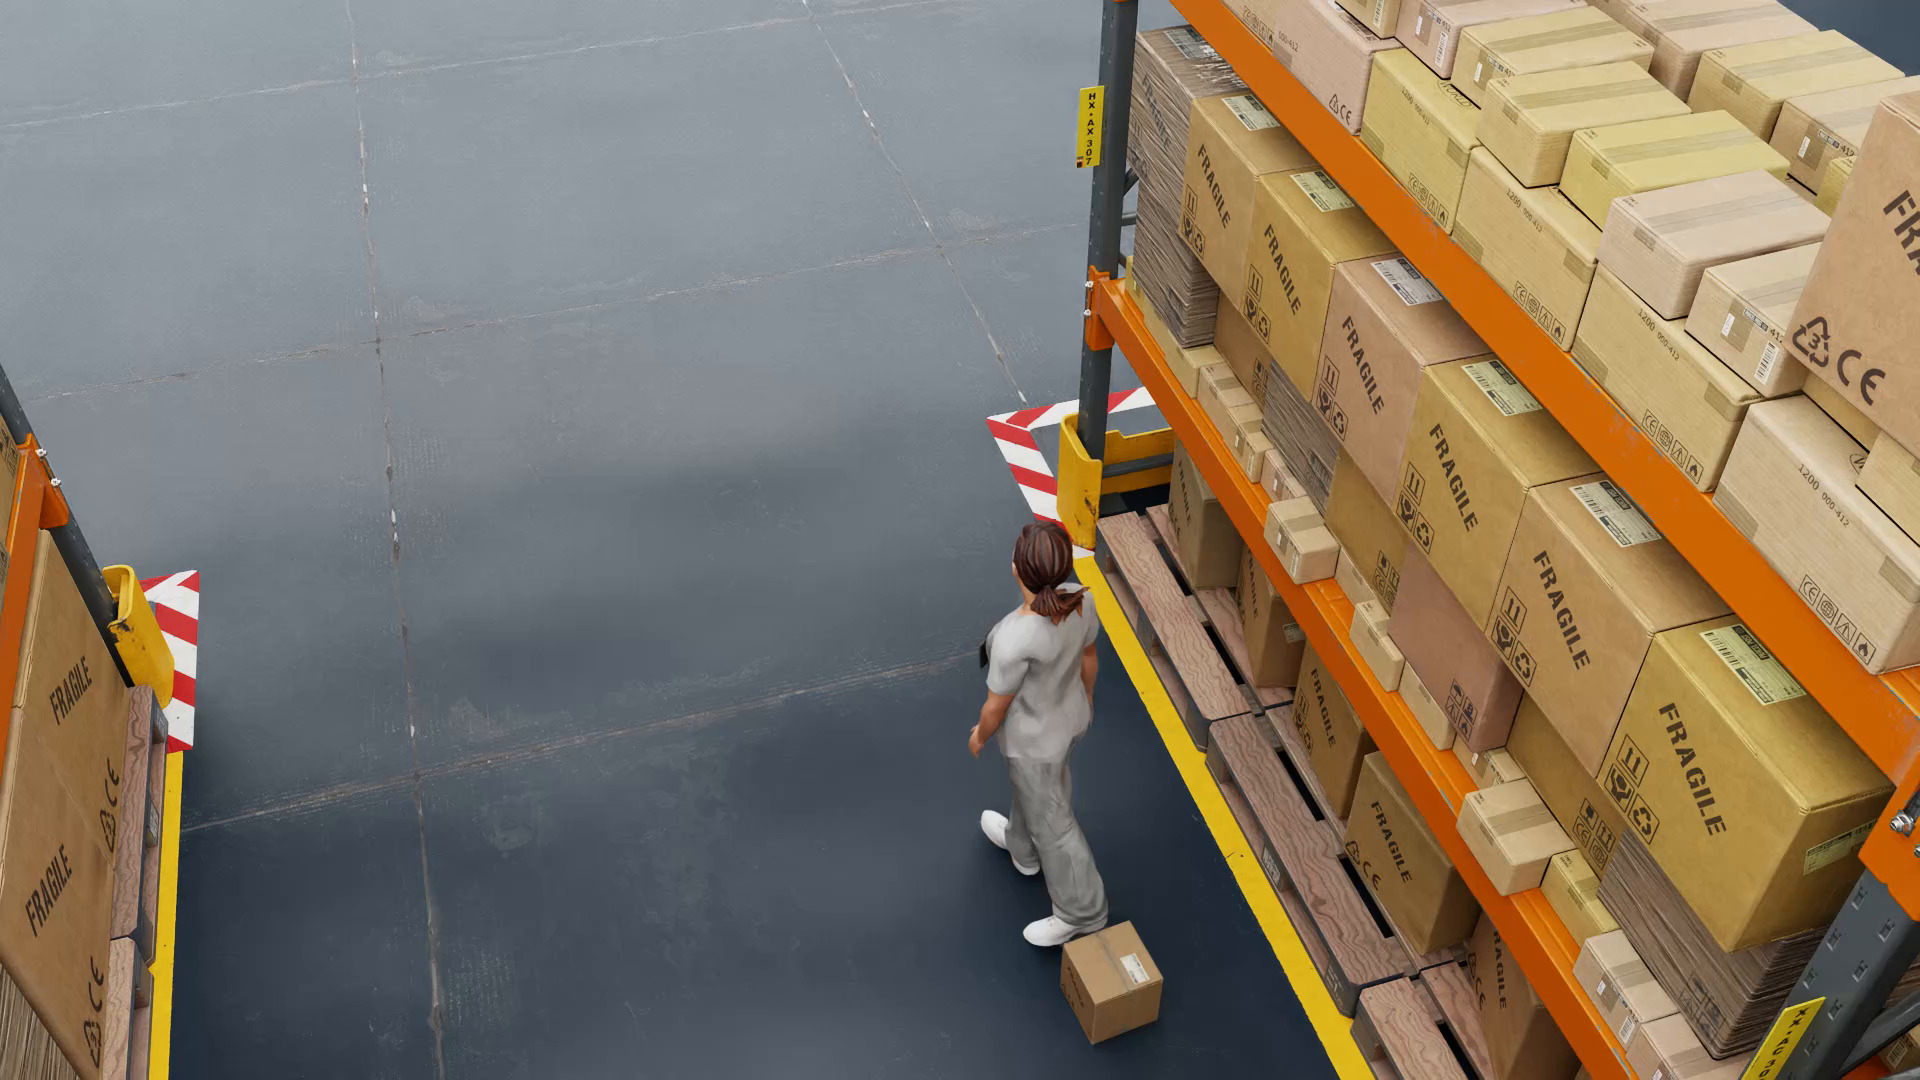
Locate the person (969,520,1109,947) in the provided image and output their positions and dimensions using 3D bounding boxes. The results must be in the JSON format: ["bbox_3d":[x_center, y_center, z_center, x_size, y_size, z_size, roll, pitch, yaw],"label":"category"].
[{"bbox_3d":[0.278,0.634,5.469,0.646,1.667,0.491,27,49,26],"label":"person"}]
